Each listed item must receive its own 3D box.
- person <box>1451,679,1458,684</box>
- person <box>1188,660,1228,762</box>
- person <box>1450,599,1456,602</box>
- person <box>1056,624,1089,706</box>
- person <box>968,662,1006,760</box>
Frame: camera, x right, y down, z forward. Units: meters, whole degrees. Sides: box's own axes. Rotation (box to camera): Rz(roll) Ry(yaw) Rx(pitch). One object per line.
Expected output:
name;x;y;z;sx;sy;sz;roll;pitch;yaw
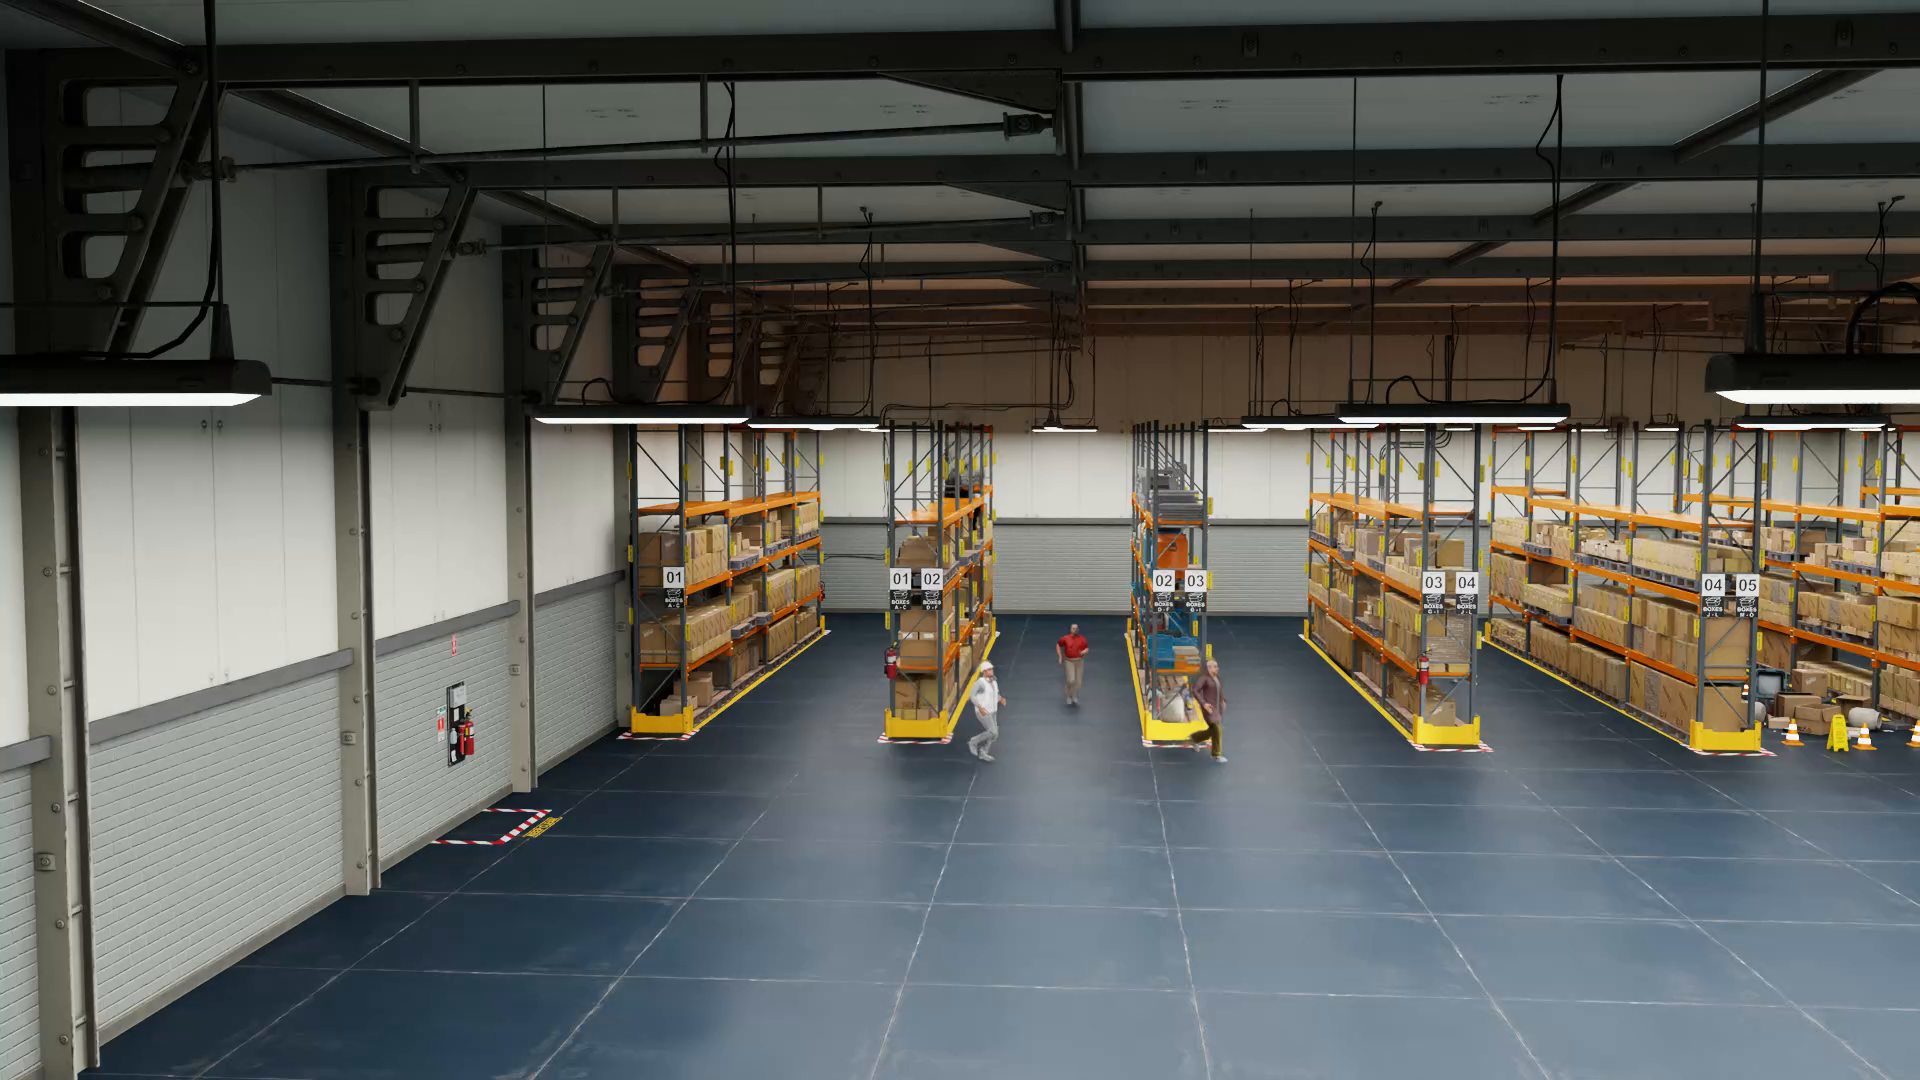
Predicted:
person;11.435;2.516;38.286;0.519;1.577;0.624;0;4;1
person;4.384;3.004;29.361;0.876;1.773;0.739;3;5;39
person;13.371;2.047;45.350;0.664;1.634;0.964;1;4;18
person;2.415;2.646;35.192;0.642;1.741;0.695;-1;4;-12
person;0.496;3.006;29.272;0.610;1.743;0.652;2;4;34
